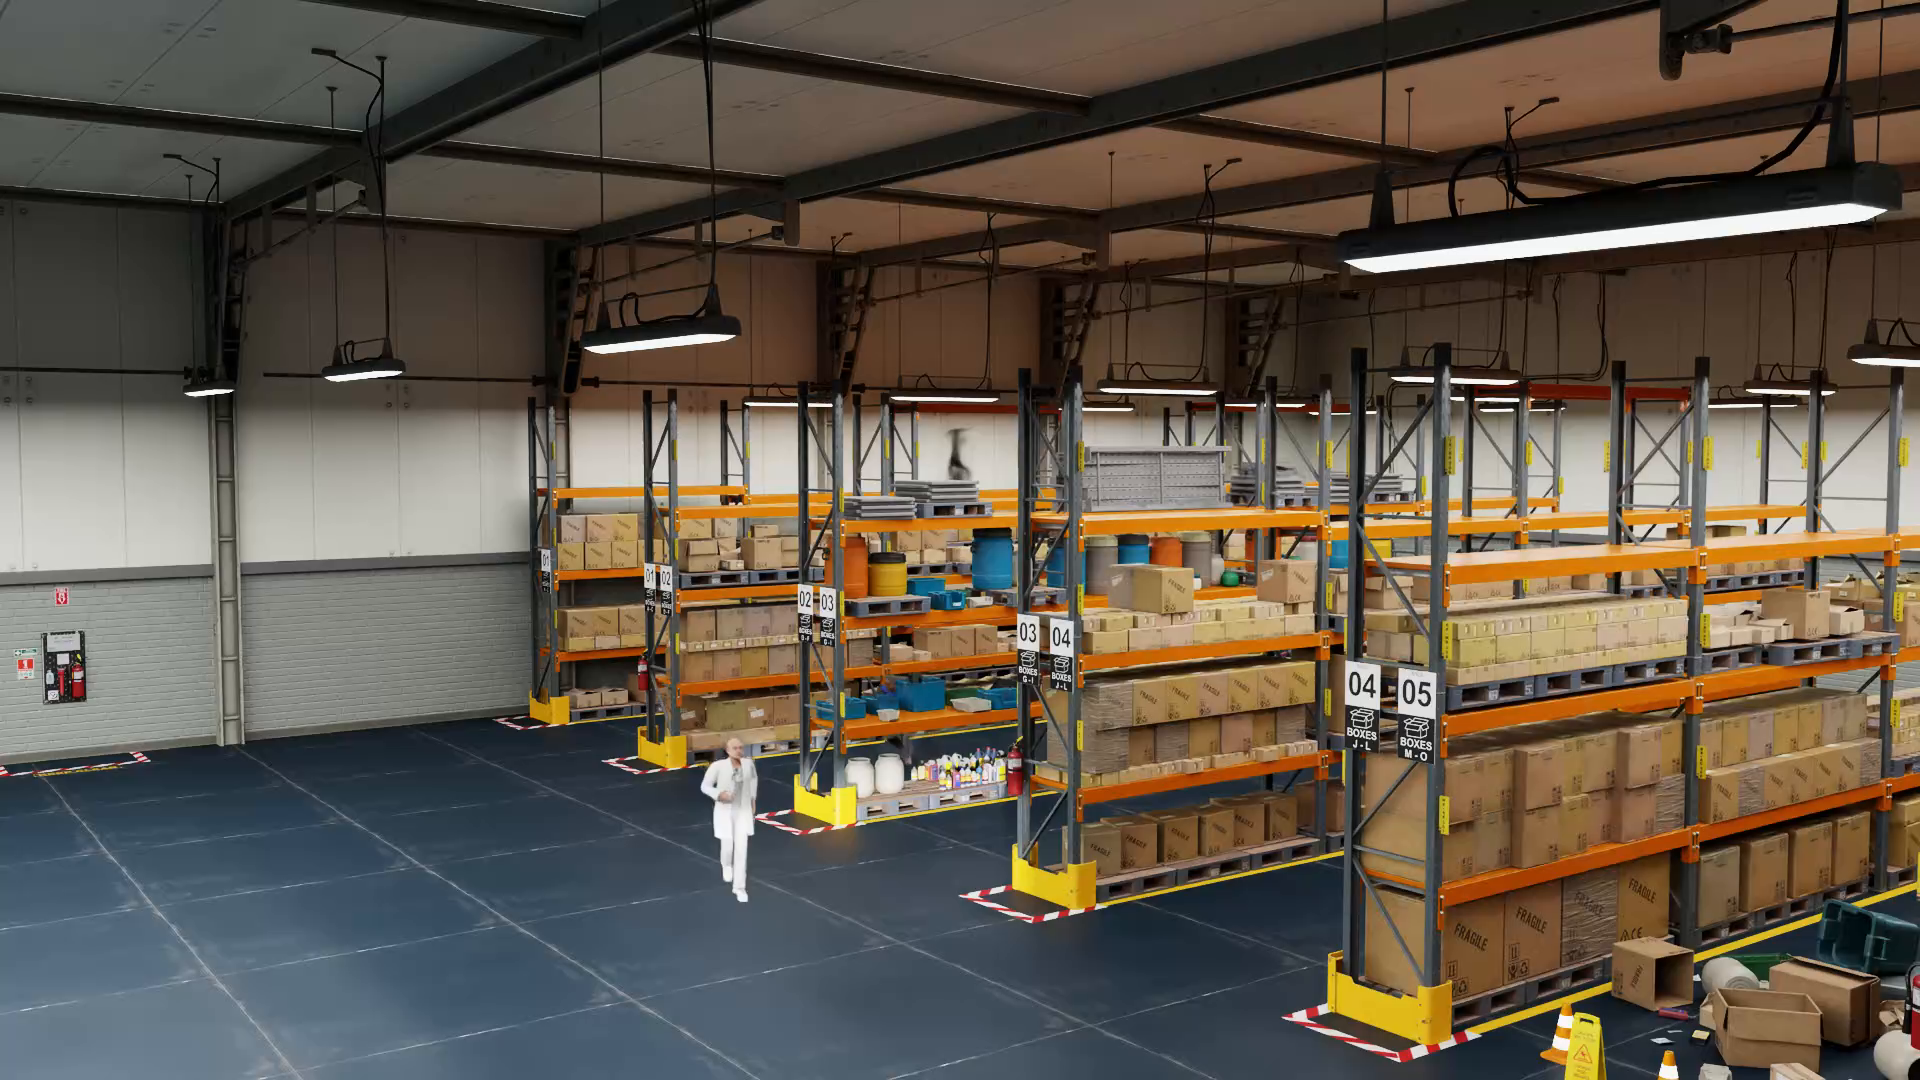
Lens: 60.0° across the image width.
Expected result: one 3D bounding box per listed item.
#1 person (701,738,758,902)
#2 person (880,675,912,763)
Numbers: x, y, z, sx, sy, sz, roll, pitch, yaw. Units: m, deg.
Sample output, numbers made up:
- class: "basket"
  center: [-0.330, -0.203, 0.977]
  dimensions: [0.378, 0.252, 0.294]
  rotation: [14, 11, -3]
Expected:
- class: "person"
  center: [-2.615, 3.154, 19.012]
  dimensions: [0.692, 1.792, 0.974]
  rotation: [-1, 4, -20]
- class: "person"
  center: [-1.038, 2.863, 26.514]
  dimensions: [0.603, 1.472, 0.857]
  rotation: [2, 4, 25]
